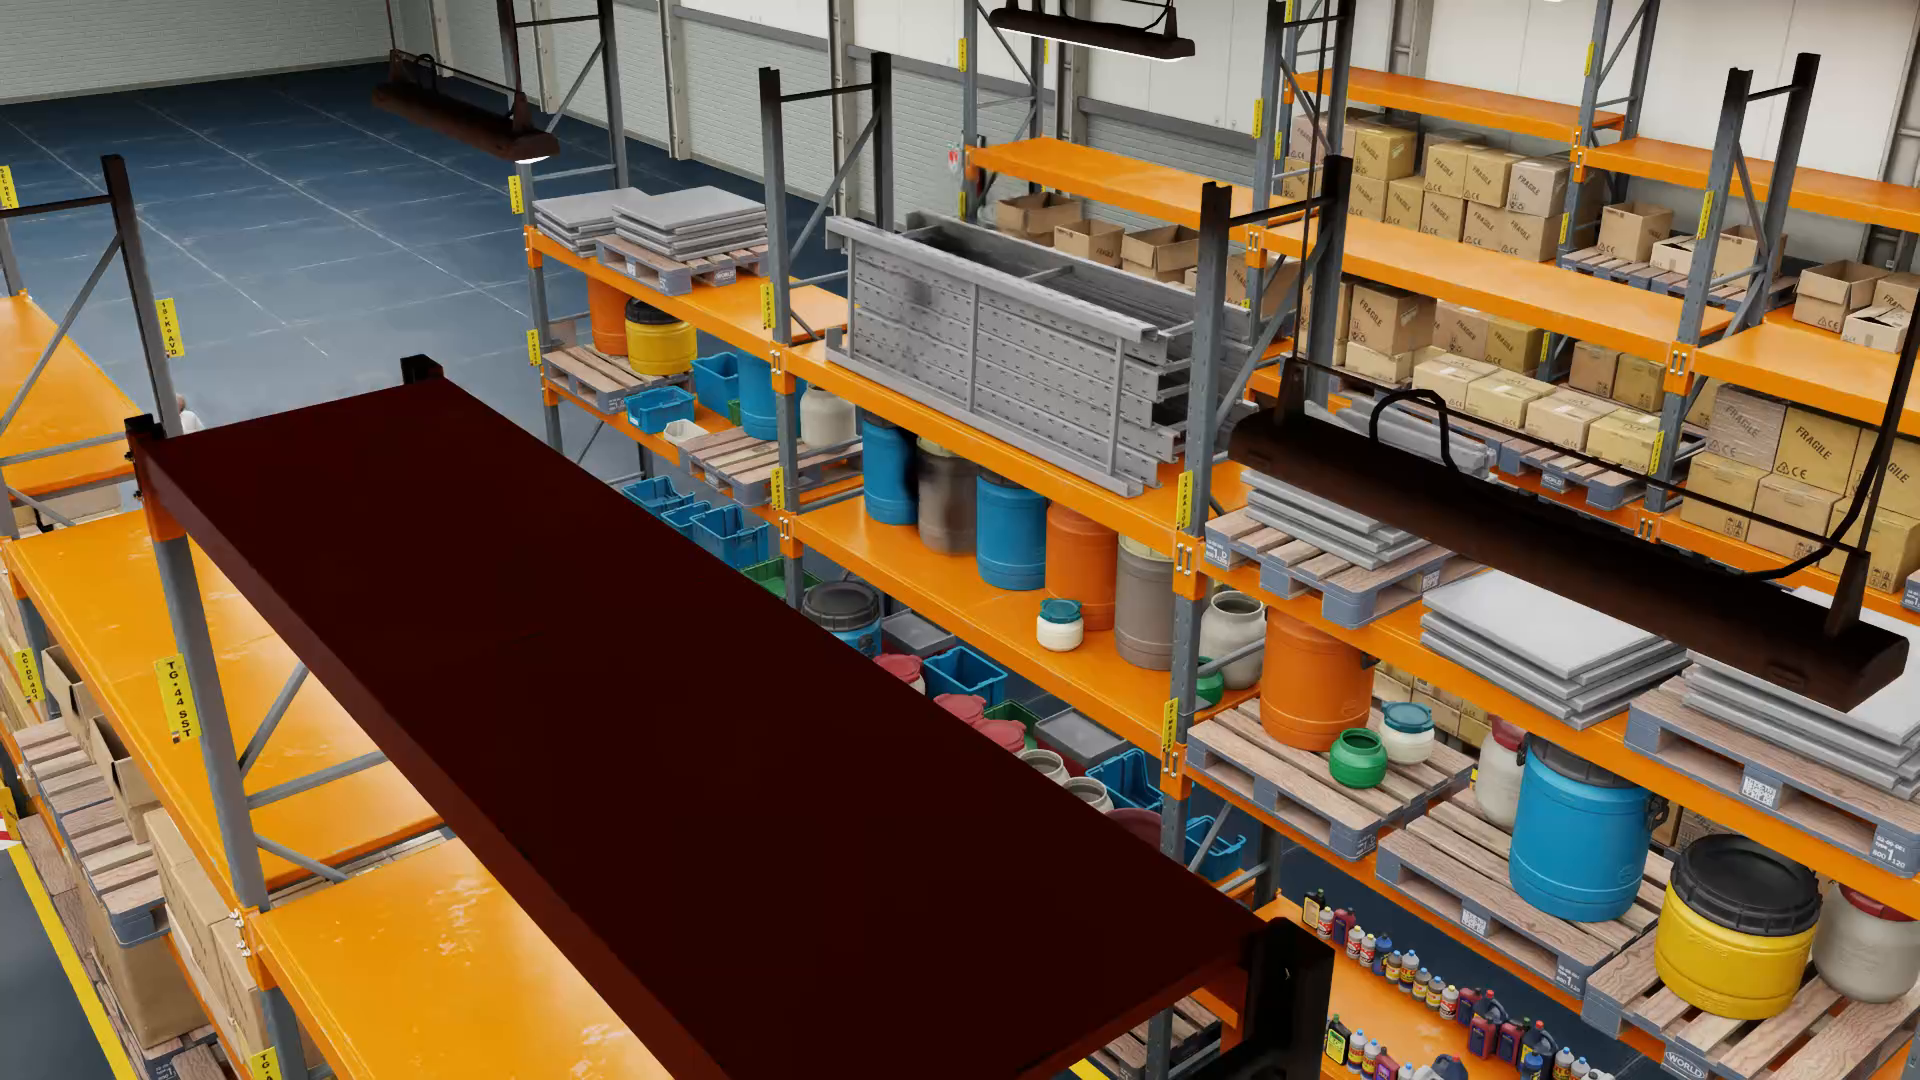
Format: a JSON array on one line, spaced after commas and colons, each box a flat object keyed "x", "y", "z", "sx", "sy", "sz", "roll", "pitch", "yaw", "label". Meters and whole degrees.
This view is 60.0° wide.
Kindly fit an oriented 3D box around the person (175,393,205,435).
[{"x": -8.261, "y": -0.749, "z": 17.824, "sx": 0.664, "sy": 1.725, "sz": 0.704, "roll": -5, "pitch": 26, "yaw": -10, "label": "person"}]
